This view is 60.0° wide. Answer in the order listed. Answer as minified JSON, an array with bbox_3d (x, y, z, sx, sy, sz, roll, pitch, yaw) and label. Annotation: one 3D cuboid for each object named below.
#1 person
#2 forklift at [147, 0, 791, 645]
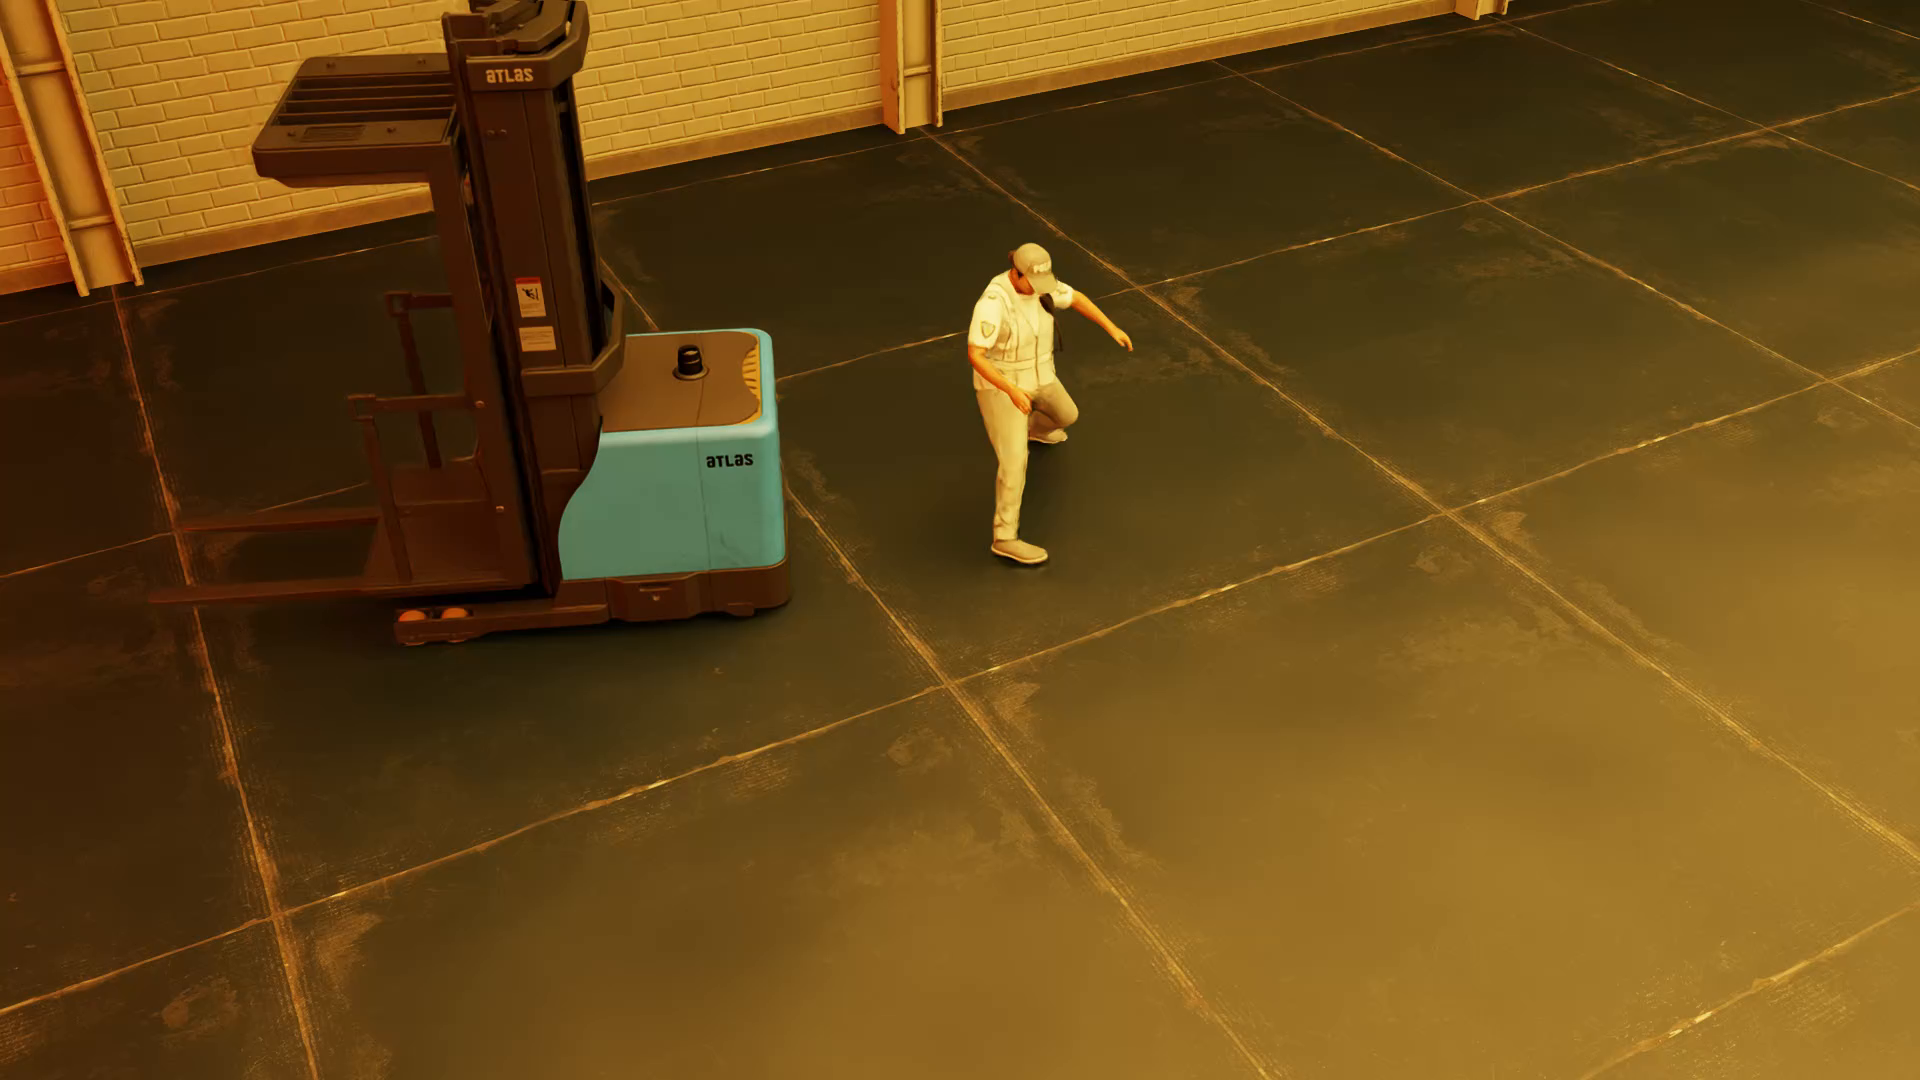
[{"bbox_3d":[0.416,-0.828,8.581,1.134,1.497,0.946,-29,45,-35],"label":"person"},{"bbox_3d":[-2.383,-1.016,7.560,3.031,2.935,1.130,-4,35,-5],"label":"forklift"}]
